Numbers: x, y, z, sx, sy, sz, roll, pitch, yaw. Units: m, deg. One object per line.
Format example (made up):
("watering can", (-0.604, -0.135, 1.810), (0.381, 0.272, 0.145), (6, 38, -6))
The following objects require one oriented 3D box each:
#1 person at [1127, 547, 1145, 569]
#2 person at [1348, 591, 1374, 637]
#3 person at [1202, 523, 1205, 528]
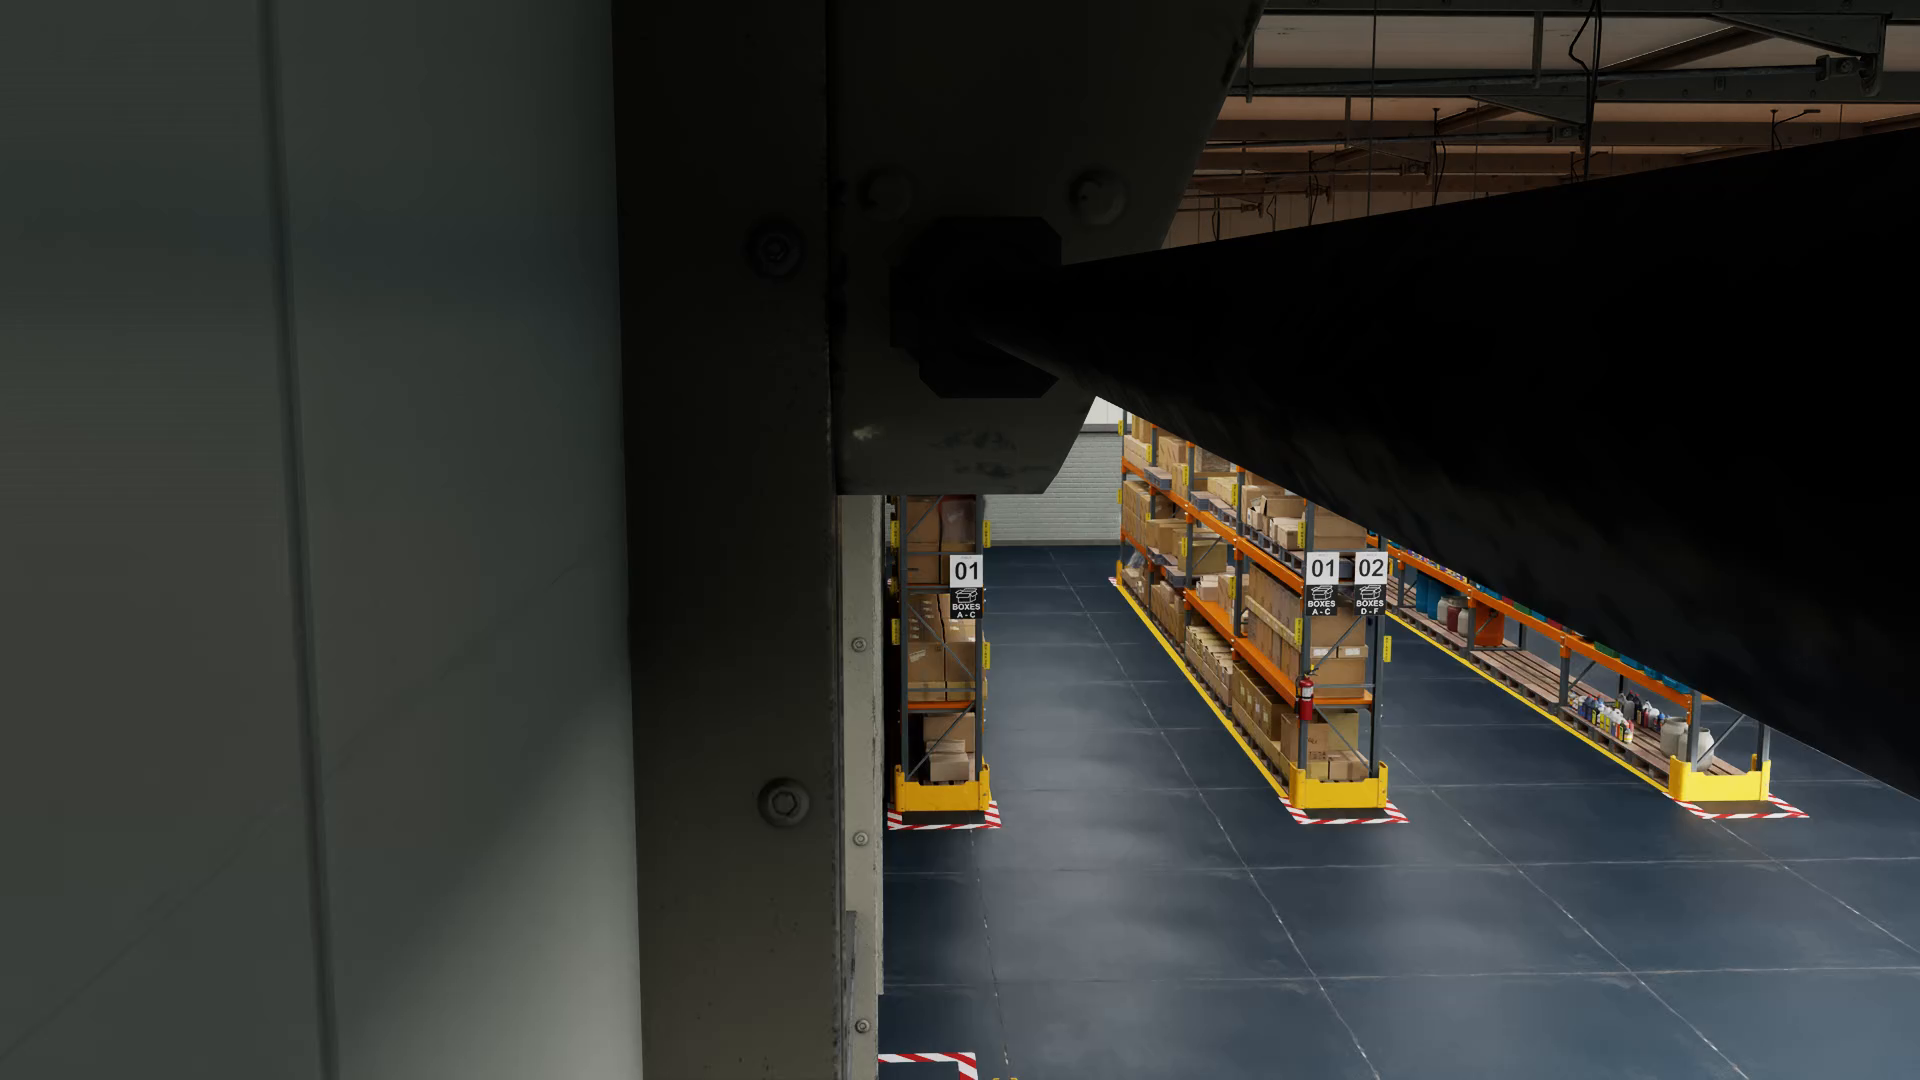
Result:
("person", (4.114, -0.012, 37.649), (0.734, 1.690, 0.612), (2, 9, 13))
("person", (7.317, 1.085, 30.293), (0.608, 1.595, 0.559), (0, 8, 1))
("person", (5.344, -0.006, 37.044), (0.657, 1.714, 0.692), (5, 10, 32))
